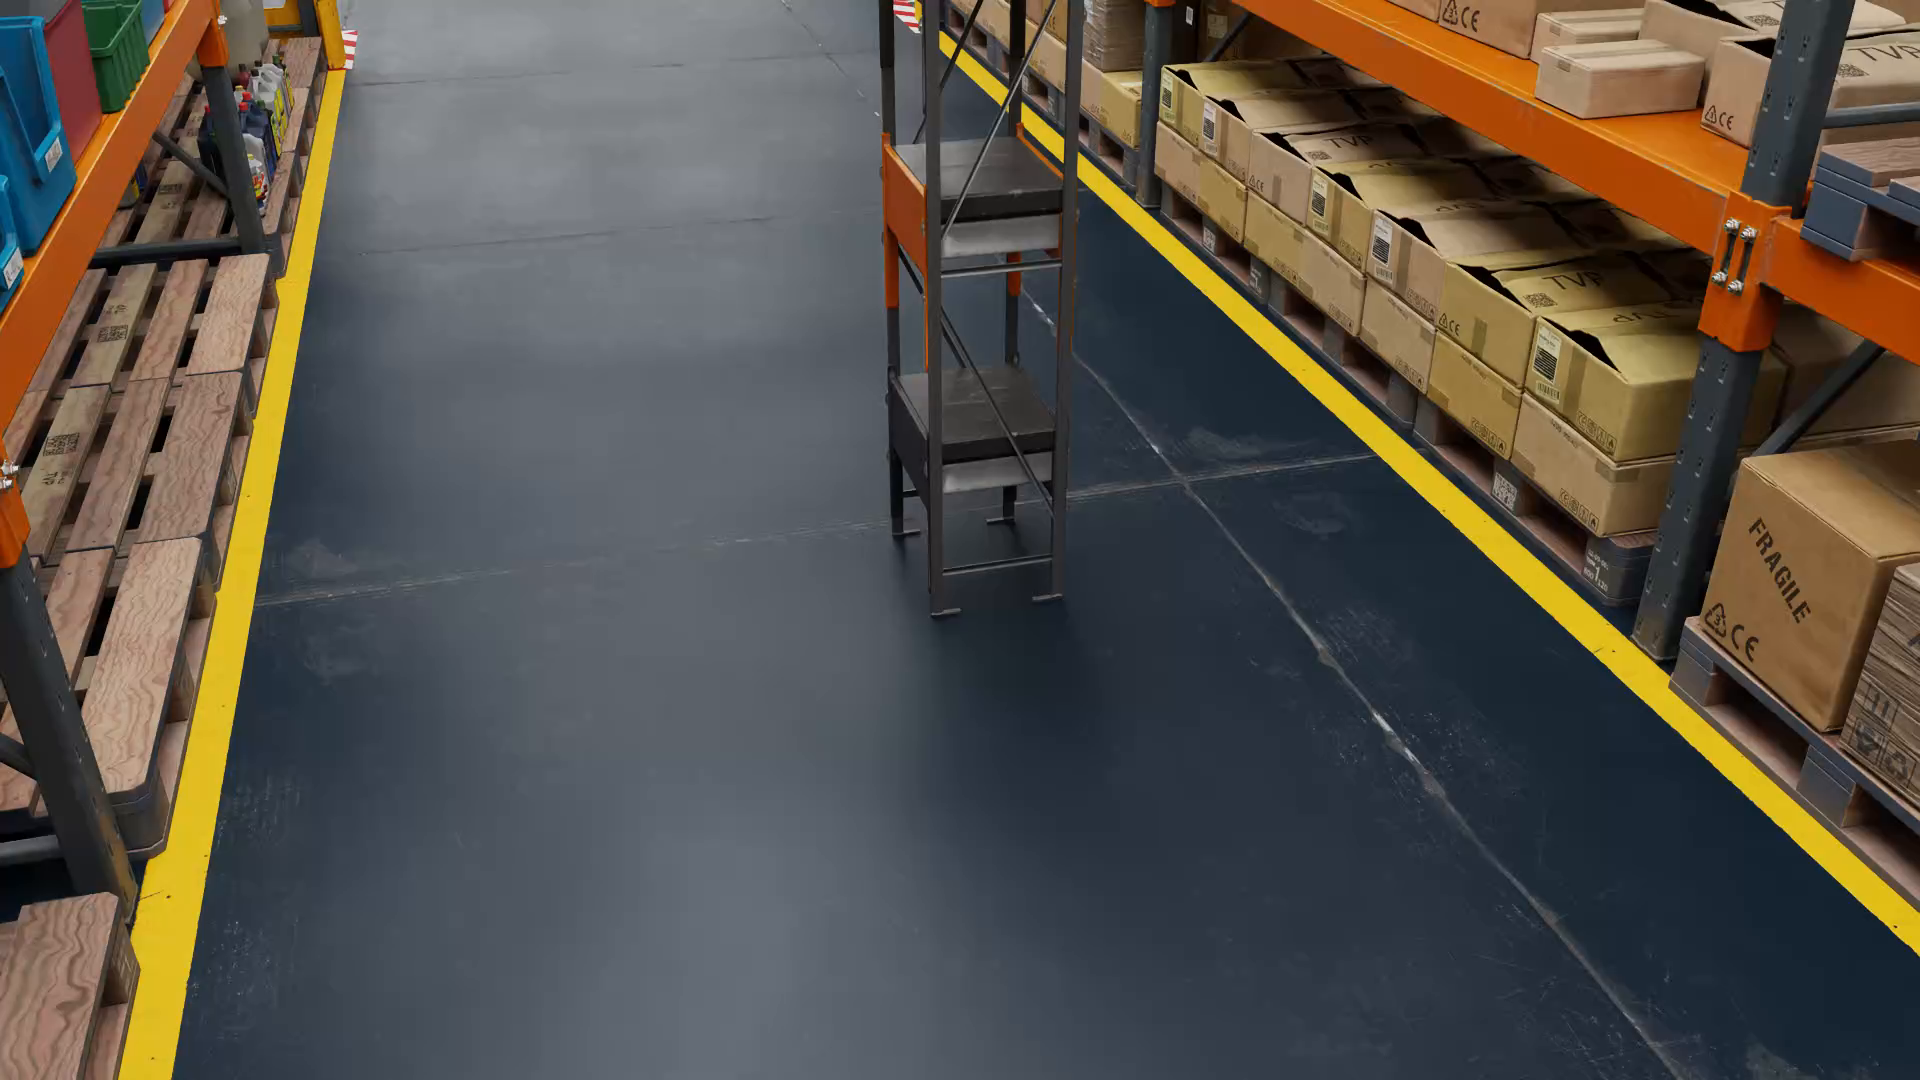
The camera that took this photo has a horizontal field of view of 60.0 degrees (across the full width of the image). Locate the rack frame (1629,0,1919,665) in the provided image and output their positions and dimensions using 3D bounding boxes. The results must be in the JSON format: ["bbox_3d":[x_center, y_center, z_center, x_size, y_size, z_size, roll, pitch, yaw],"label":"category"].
[{"bbox_3d":[2.412,-1.047,4.065,1.000,3.000,0.127,-8,31,-13],"label":"rack frame"}]

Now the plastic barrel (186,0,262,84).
[{"bbox_3d":[-4.106,-2.809,9.174,0.421,0.512,0.421,0,30,0],"label":"plastic barrel"}]

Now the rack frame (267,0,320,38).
[{"bbox_3d":[-4.488,-4.254,9.606,1.000,3.000,0.127,-8,31,-13],"label":"rack frame"}]

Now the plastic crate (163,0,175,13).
[{"bbox_3d":[-3.002,-2.157,5.918,0.402,0.464,0.583,-8,31,-13],"label":"plastic crate"}]

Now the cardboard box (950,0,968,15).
[{"bbox_3d":[0.217,-3.614,10.825,0.500,0.250,0.500,-8,31,-13],"label":"cardboard box"}]

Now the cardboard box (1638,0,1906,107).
[{"bbox_3d":[2.362,-1.466,4.878,0.500,0.311,0.500,-8,31,-14],"label":"cardboard box"}]

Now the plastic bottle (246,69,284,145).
[{"bbox_3d":[-3.403,-2.108,8.102,0.144,0.351,0.185,-8,31,-14],"label":"plastic bottle"}]

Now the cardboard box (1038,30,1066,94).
[{"bbox_3d":[0.747,-2.648,9.156,0.500,0.250,0.500,-8,31,-13],"label":"cardboard box"}]

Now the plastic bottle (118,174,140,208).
[{"bbox_3d":[-3.736,-1.658,7.326,0.144,0.351,0.185,-8,31,-13],"label":"plastic bottle"}]

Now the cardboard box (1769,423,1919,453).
[{"bbox_3d":[2.556,-0.331,5.153,0.500,0.250,0.500,-8,31,-13],"label":"cardboard box"}]

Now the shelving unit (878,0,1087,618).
[{"bbox_3d":[0.044,-0.829,4.586,0.431,2.100,0.503,-8,31,-13],"label":"shelving unit"}]

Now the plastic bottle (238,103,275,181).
[{"bbox_3d":[-3.240,-1.811,7.590,0.144,0.351,0.185,-7,31,-12],"label":"plastic bottle"}]

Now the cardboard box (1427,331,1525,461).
[{"bbox_3d":[1.897,-0.509,5.461,0.500,0.250,0.500,-8,31,-14],"label":"cardboard box"}]

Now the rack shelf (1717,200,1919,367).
[{"bbox_3d":[2.943,0.230,2.576,1.077,0.370,4.000,-8,31,-13],"label":"rack shelf"}]

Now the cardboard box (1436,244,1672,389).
[{"bbox_3d":[1.892,-0.752,5.321,0.500,0.311,0.500,-8,31,-14],"label":"cardboard box"}]

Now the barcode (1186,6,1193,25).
[{"bbox_3d":[1.017,-2.325,7.370,0.001,0.075,0.075,-8,31,-13],"label":"barcode"}]

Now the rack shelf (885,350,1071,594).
[{"bbox_3d":[0.044,-0.211,4.943,0.431,0.518,0.480,-8,31,-13],"label":"rack shelf"}]

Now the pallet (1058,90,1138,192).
[{"bbox_3d":[1.180,-2.162,8.774,1.003,0.211,1.213,-8,31,-13],"label":"pallet"}]

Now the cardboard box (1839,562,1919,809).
[{"bbox_3d":[2.402,0.354,3.700,0.500,0.500,0.500,-9,31,-15],"label":"cardboard box"}]

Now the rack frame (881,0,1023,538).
[{"bbox_3d":[-0.021,-0.947,4.789,0.400,2.100,0.015,-8,31,-13],"label":"rack frame"}]

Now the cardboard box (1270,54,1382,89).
[{"bbox_3d":[1.735,-2.056,7.574,0.500,0.311,0.500,-8,31,-13],"label":"cardboard box"}]

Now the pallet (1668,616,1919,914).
[{"bbox_3d":[2.574,0.525,4.132,1.003,0.211,1.213,-8,31,-13],"label":"pallet"}]

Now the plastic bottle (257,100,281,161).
[{"bbox_3d":[-3.294,-1.959,7.912,0.061,0.283,0.133,-6,31,-11],"label":"plastic bottle"}]

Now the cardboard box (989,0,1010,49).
[{"bbox_3d":[0.485,-3.132,9.992,0.500,0.250,0.500,-8,31,-13],"label":"cardboard box"}]

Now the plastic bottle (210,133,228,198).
[{"bbox_3d":[-3.303,-1.687,7.443,0.061,0.283,0.133,-8,31,-13],"label":"plastic bottle"}]

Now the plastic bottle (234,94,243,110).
[{"bbox_3d":[-3.539,-2.044,8.066,0.152,0.276,0.135,-8,31,-13],"label":"plastic bottle"}]

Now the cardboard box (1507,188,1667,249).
[{"bbox_3d":[2.276,-1.073,5.875,0.500,0.311,0.500,-9,31,-15],"label":"cardboard box"}]

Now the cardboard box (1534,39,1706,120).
[{"bbox_3d":[1.907,-1.336,4.815,0.380,0.149,0.250,-8,31,-13],"label":"cardboard box"}]

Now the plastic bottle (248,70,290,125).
[{"bbox_3d":[-3.500,-2.245,8.414,0.152,0.276,0.135,-9,31,-15],"label":"plastic bottle"}]

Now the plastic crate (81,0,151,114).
[{"bbox_3d":[-2.692,-1.427,4.933,0.450,0.188,0.662,-8,31,-13],"label":"plastic crate"}]

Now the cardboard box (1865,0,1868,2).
[{"bbox_3d":[5.720,-3.371,10.487,0.380,0.149,0.250,-10,32,-17],"label":"cardboard box"}]

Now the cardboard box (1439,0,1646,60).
[{"bbox_3d":[1.951,-1.899,5.436,0.500,0.500,0.500,-10,31,-16],"label":"cardboard box"}]

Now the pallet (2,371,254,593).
[{"bbox_3d":[-2.853,-0.151,5.300,1.003,0.211,1.213,-8,31,-13],"label":"pallet"}]

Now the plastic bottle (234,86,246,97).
[{"bbox_3d":[-3.616,-2.187,8.388,0.097,0.201,0.097,0,30,0],"label":"plastic bottle"}]

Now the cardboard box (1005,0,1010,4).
[{"bbox_3d":[0.496,-3.458,9.806,0.500,0.500,0.500,-8,31,-13],"label":"cardboard box"}]

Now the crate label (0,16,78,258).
[{"bbox_3d":[-2.367,-0.922,3.812,0.502,0.435,0.616,-8,31,-13],"label":"crate label"}]

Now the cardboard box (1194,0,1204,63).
[{"bbox_3d":[1.389,-2.801,8.673,0.500,0.500,0.500,-8,31,-13],"label":"cardboard box"}]

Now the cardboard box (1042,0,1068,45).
[{"bbox_3d":[0.759,-2.974,8.971,0.500,0.500,0.500,-8,31,-13],"label":"cardboard box"}]

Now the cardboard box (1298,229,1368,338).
[{"bbox_3d":[1.627,-1.000,6.310,0.500,0.250,0.500,-7,31,-12],"label":"cardboard box"}]

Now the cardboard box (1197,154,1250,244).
[{"bbox_3d":[1.353,-1.496,7.166,0.500,0.250,0.500,-7,31,-12],"label":"cardboard box"}]

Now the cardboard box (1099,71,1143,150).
[{"bbox_3d":[1.017,-2.166,8.323,0.500,0.250,0.500,-8,31,-13],"label":"cardboard box"}]

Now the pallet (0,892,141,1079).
[{"bbox_3d":[-2.115,1.192,2.980,1.003,0.211,1.213,-8,31,-13],"label":"pallet"}]

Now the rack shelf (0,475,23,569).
[{"bbox_3d":[-1.833,0.887,1.441,1.077,0.370,4.000,-8,31,-13],"label":"rack shelf"}]

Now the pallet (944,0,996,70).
[{"bbox_3d":[0.532,-3.340,10.810,1.003,0.211,1.213,-8,31,-13],"label":"pallet"}]

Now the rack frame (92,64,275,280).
[{"bbox_3d":[-3.426,-2.322,6.268,1.000,3.000,0.127,-8,31,-13],"label":"rack frame"}]

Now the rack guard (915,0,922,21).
[{"bbox_3d":[0.283,-3.841,11.387,1.175,0.500,0.348,-8,31,-13],"label":"rack guard"}]

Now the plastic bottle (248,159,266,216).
[{"bbox_3d":[-3.088,-1.544,7.208,0.097,0.271,0.097,0,30,0],"label":"plastic bottle"}]

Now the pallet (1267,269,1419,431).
[{"bbox_3d":[1.911,-0.831,6.475,1.003,0.211,1.213,-8,31,-13],"label":"pallet"}]

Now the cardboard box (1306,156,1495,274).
[{"bbox_3d":[1.629,-1.238,6.161,0.500,0.311,0.500,-7,31,-12],"label":"cardboard box"}]

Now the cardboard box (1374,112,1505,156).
[{"bbox_3d":[2.009,-1.564,6.724,0.500,0.311,0.500,-8,31,-13],"label":"cardboard box"}]

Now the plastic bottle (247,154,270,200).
[{"bbox_3d":[-3.142,-1.612,7.395,0.097,0.201,0.097,0,30,0],"label":"plastic bottle"}]

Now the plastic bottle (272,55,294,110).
[{"bbox_3d":[-3.529,-2.386,8.651,0.061,0.283,0.133,-7,31,-12],"label":"plastic bottle"}]

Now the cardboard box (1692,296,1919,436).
[{"bbox_3d":[2.556,-0.574,5.013,0.500,0.311,0.500,-7,31,-12],"label":"cardboard box"}]

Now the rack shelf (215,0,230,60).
[{"bbox_3d":[-3.957,-2.977,8.117,1.077,0.370,4.000,-8,31,-13],"label":"rack shelf"}]

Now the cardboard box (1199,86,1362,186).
[{"bbox_3d":[1.348,-1.738,7.025,0.500,0.311,0.500,-8,31,-14],"label":"cardboard box"}]

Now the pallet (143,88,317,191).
[{"bbox_3d":[-3.891,-2.036,8.556,1.003,0.211,1.213,-8,31,-13],"label":"pallet"}]
